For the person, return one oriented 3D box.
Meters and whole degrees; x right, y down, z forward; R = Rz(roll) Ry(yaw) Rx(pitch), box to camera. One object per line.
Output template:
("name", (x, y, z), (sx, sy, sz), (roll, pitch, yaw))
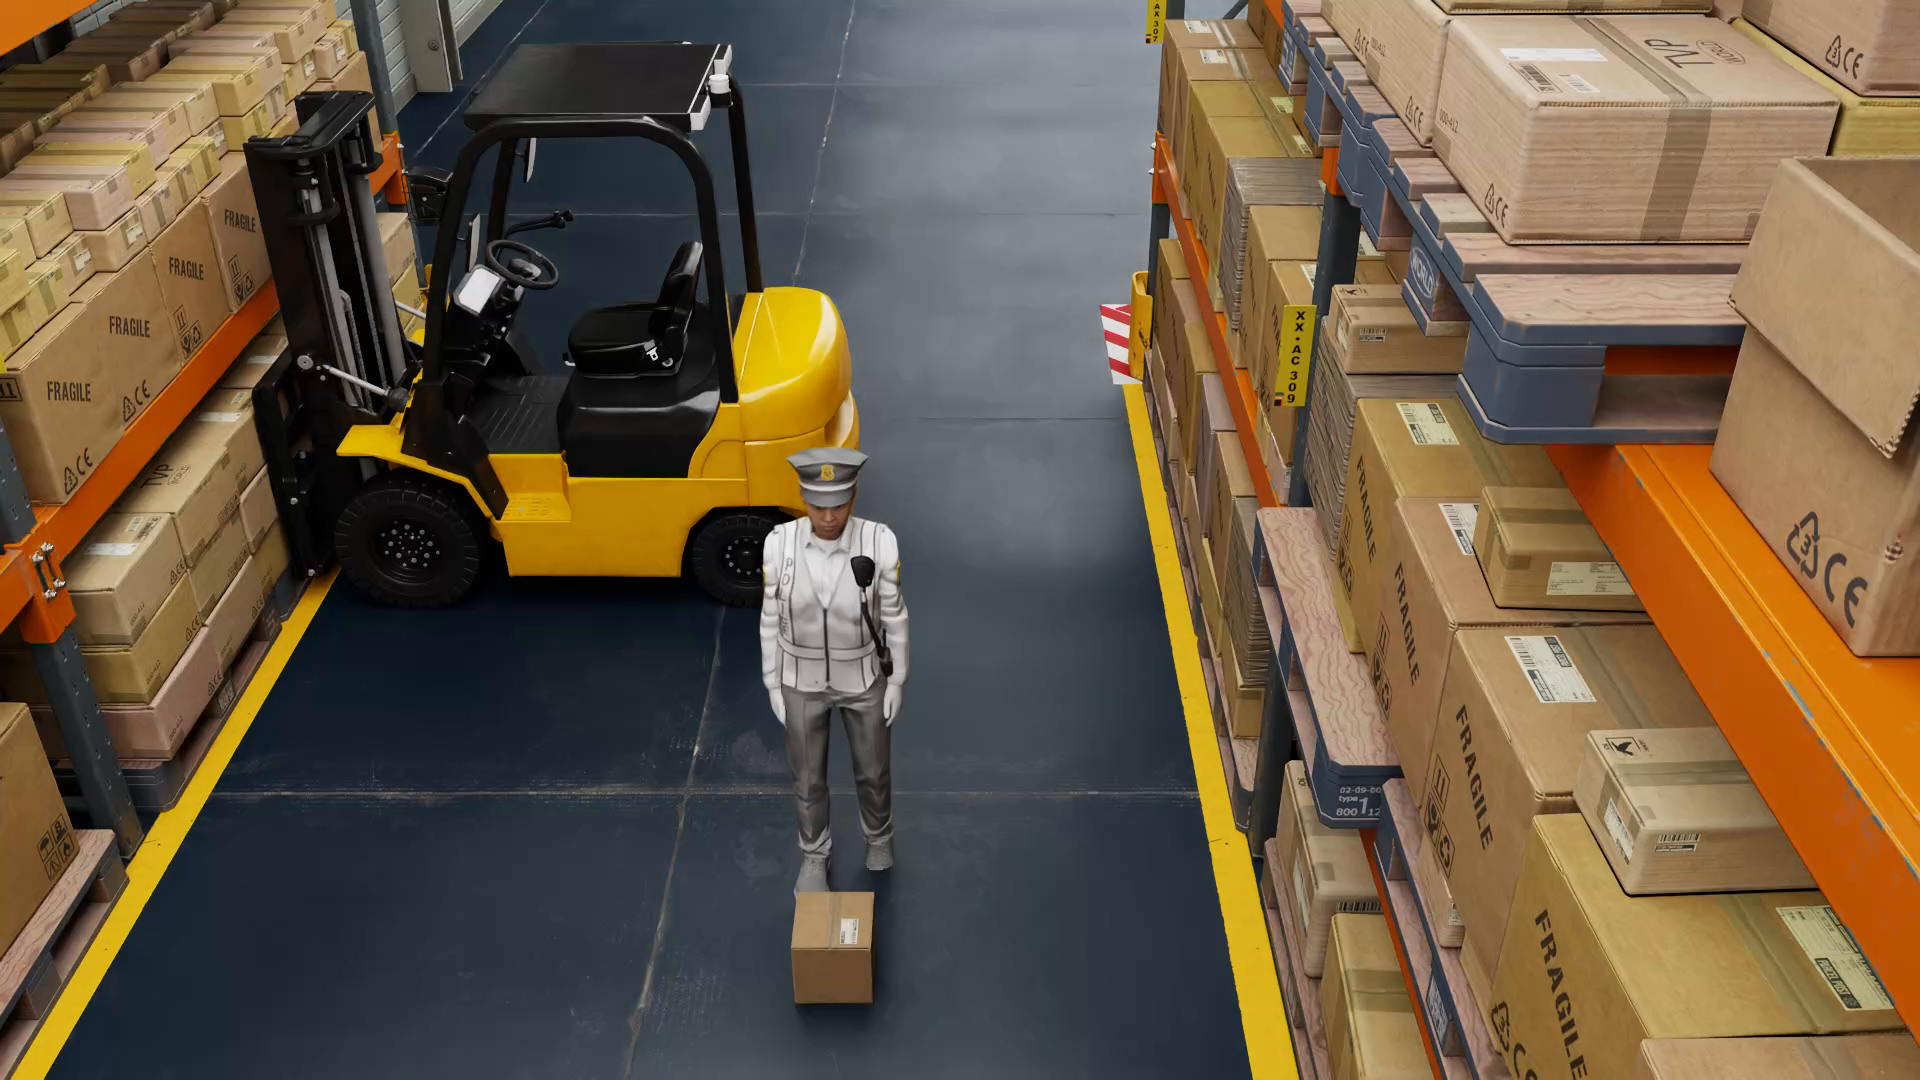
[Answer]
("person", (-0.401, 0.473, 5.403), (0.473, 1.740, 0.406), (0, 32, 0))
